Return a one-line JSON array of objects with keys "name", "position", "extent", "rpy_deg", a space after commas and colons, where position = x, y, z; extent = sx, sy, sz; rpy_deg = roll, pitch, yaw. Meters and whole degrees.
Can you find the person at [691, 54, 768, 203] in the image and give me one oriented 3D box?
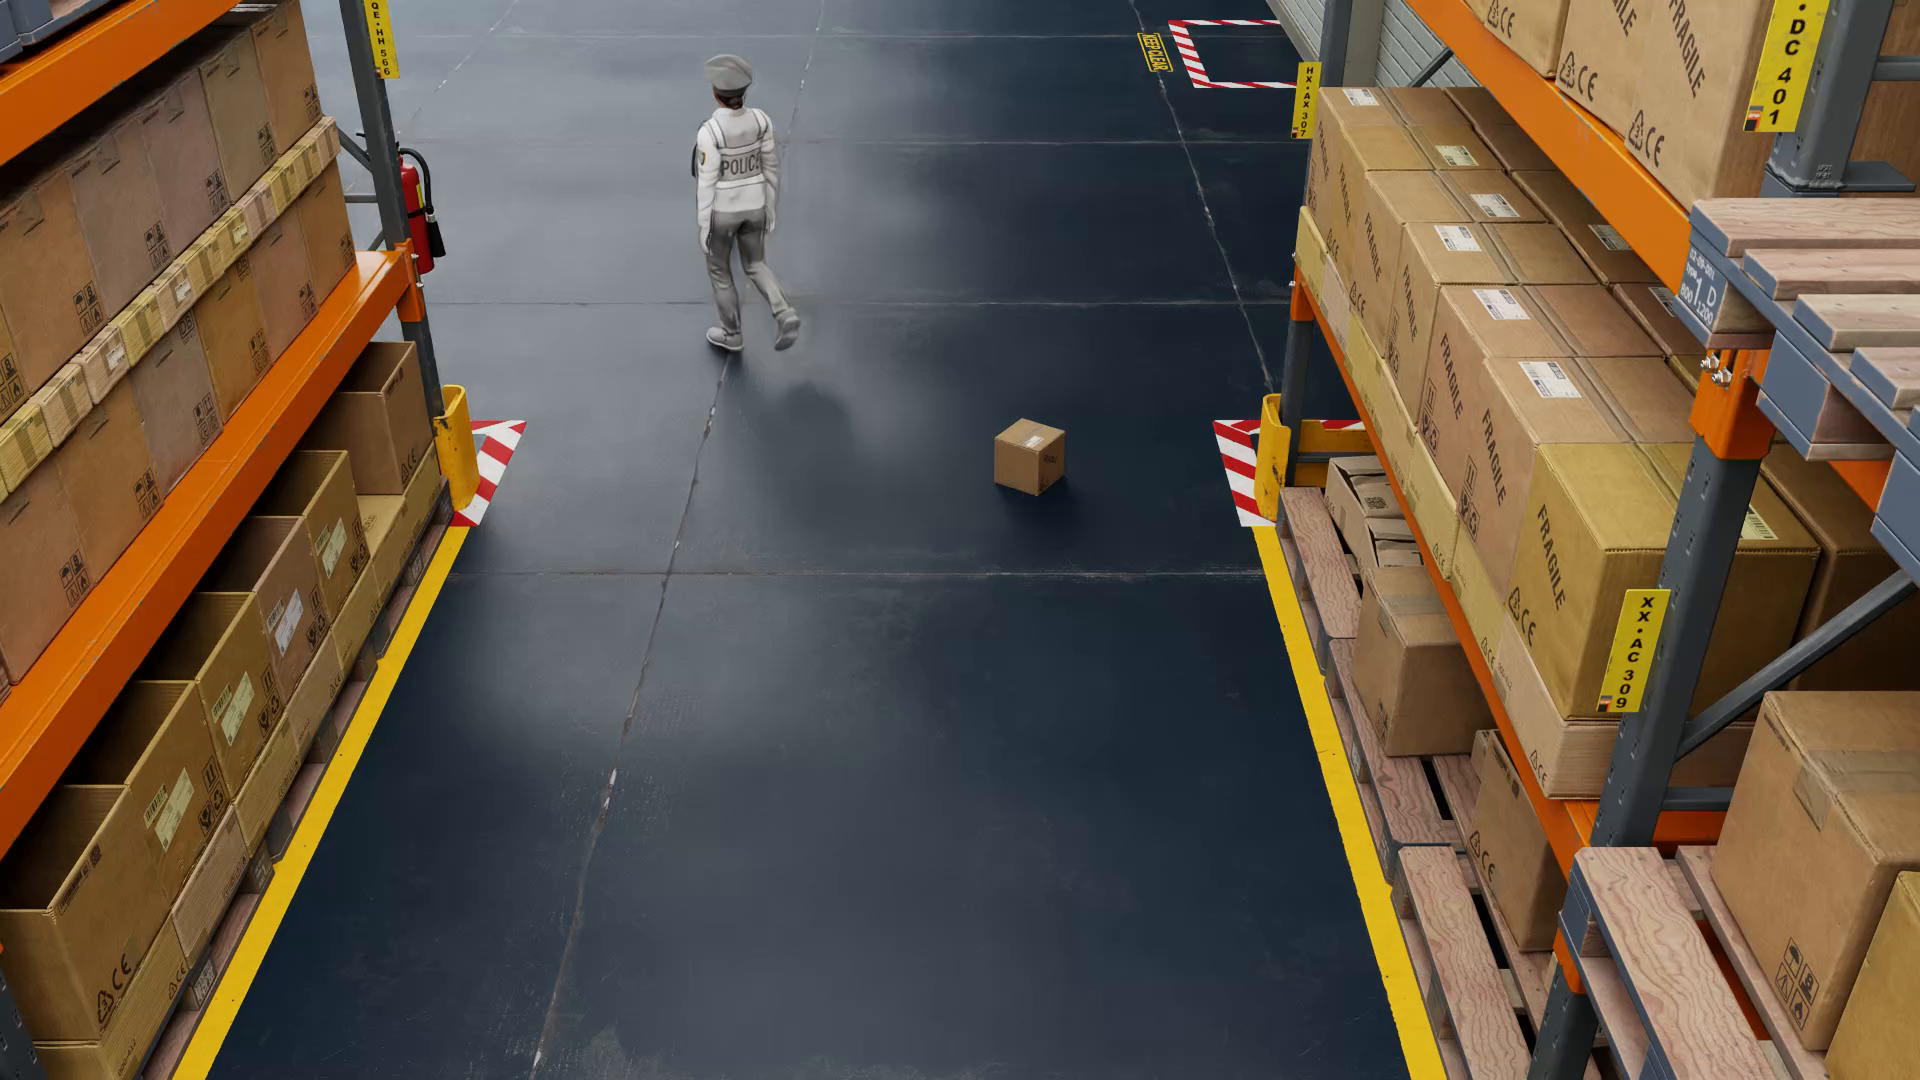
[{"name": "person", "position": [-1.211, -2.132, 8.708], "extent": [0.381, 0.808, 0.358], "rpy_deg": [-22, 38, -31]}]
